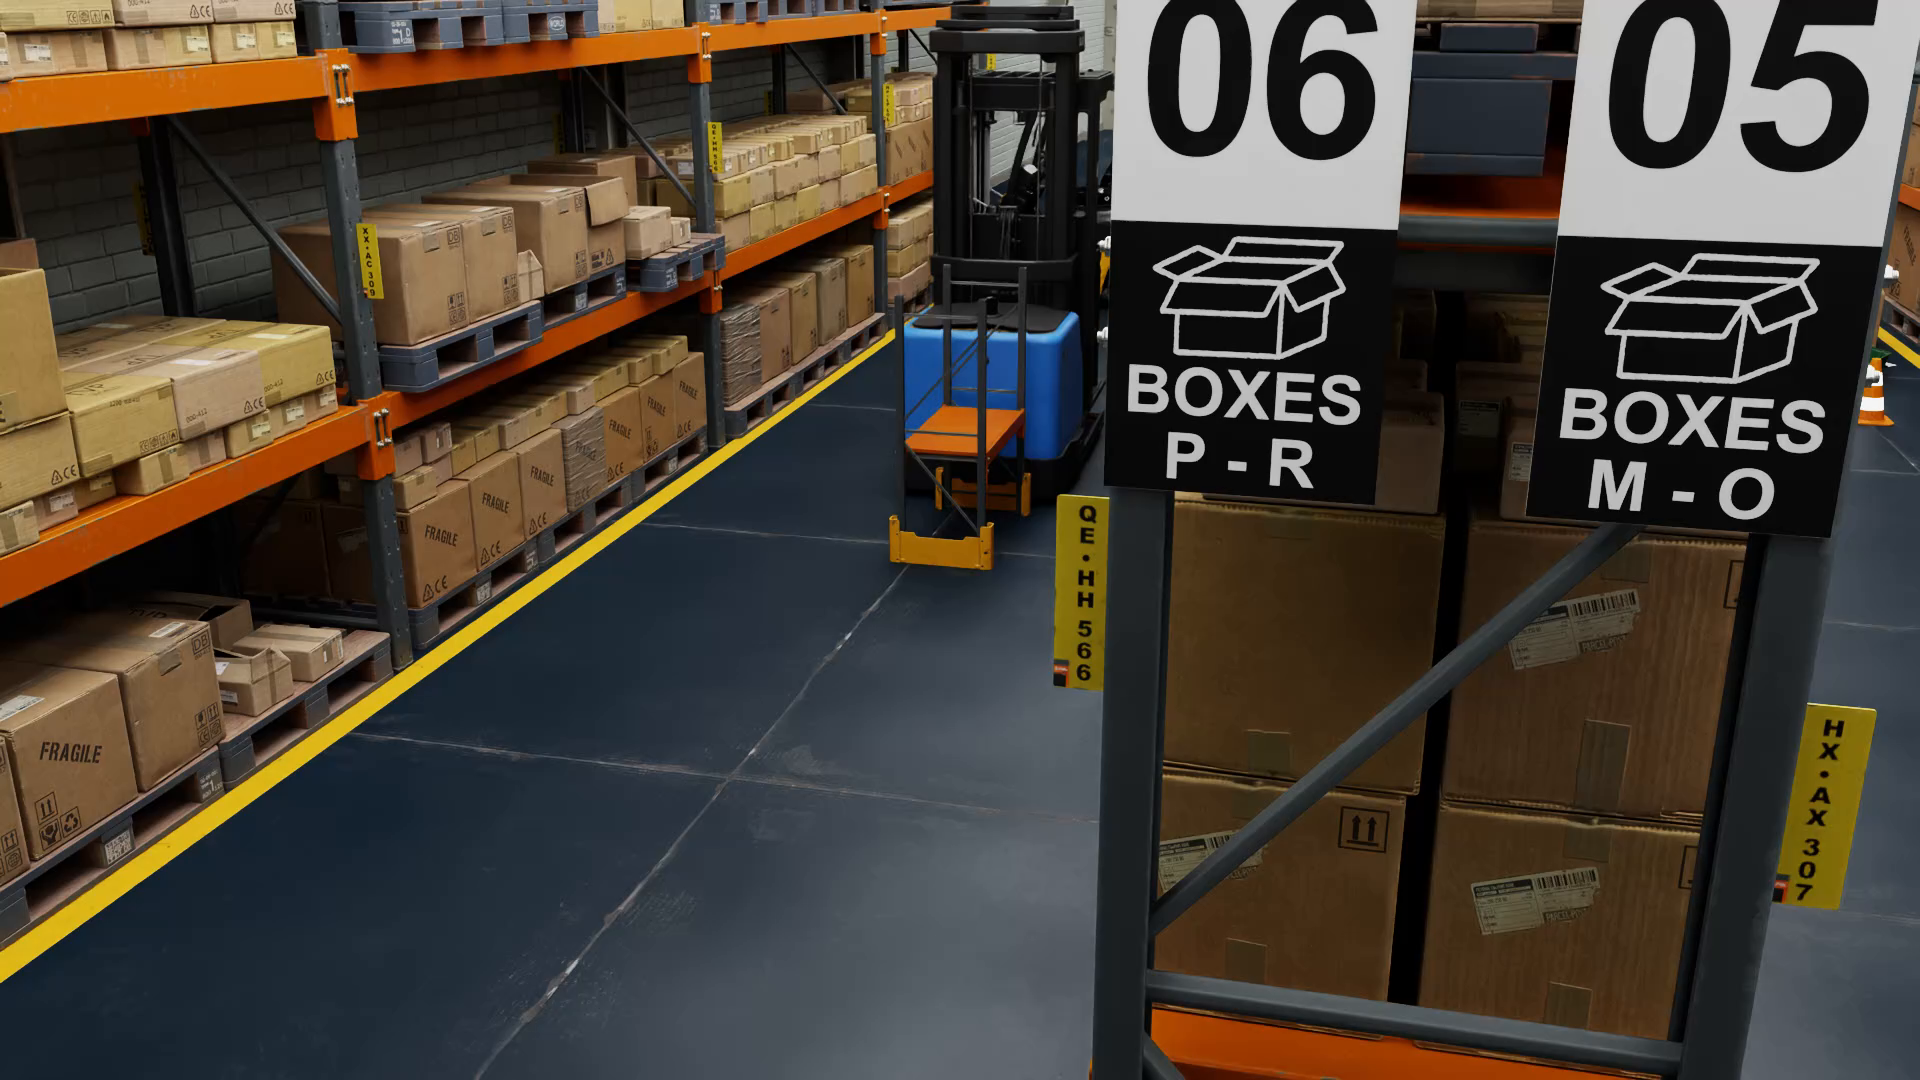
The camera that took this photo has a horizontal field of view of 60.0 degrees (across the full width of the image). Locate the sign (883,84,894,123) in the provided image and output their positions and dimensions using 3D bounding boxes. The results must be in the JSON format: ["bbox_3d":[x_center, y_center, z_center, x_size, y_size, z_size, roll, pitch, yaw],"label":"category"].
[{"bbox_3d":[-0.631,-3.829,14.587,0.100,0.325,0.005,5,19,13],"label":"sign"}]

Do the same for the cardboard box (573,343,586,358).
[{"bbox_3d":[-2.657,-1.207,10.795,0.380,0.149,0.250,5,20,15],"label":"cardboard box"}]

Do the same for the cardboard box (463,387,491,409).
[{"bbox_3d":[-2.937,-0.797,9.596,0.380,0.149,0.250,4,19,11],"label":"cardboard box"}]

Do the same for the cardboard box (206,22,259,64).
[{"bbox_3d":[-2.978,-1.939,6.471,0.380,0.149,0.250,5,19,13],"label":"cardboard box"}]

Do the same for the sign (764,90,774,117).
[{"bbox_3d":[-1.698,-3.849,14.852,0.100,0.325,0.005,5,19,13],"label":"sign"}]

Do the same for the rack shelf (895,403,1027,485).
[{"bbox_3d":[0.021,-0.566,9.582,0.538,0.185,1.000,5,19,13],"label":"rack shelf"}]

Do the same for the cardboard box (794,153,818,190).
[{"bbox_3d":[-1.422,-2.871,12.912,0.500,0.250,0.500,5,19,14],"label":"cardboard box"}]

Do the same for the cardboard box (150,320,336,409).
[{"bbox_3d":[-3.002,-0.741,6.990,0.500,0.250,0.500,5,20,15],"label":"cardboard box"}]

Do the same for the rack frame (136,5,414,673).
[{"bbox_3d":[-3.114,-0.851,7.537,1.000,3.000,0.127,5,19,13],"label":"rack frame"}]

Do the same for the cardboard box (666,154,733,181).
[{"bbox_3d":[-1.773,-2.535,11.311,0.380,0.149,0.250,5,20,15],"label":"cardboard box"}]

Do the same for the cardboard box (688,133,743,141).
[{"bbox_3d":[-1.897,-3.059,12.845,0.380,0.149,0.250,5,20,15],"label":"cardboard box"}]

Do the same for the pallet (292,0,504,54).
[{"bbox_3d":[-2.886,-2.380,7.665,1.213,0.211,1.003,5,19,13],"label":"pallet"}]

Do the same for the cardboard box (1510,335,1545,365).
[{"bbox_3d":[1.248,-0.283,3.170,0.380,0.149,0.250,5,20,15],"label":"cardboard box"}]

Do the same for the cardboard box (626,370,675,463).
[{"bbox_3d":[-2.164,-0.815,10.649,0.500,0.500,0.500,4,19,13],"label":"cardboard box"}]

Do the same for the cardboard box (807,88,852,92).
[{"bbox_3d":[-1.221,-4.136,15.539,0.380,0.149,0.250,4,19,13],"label":"cardboard box"}]

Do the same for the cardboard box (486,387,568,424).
[{"bbox_3d":[-2.472,-0.766,9.503,0.380,0.149,0.250,5,19,14],"label":"cardboard box"}]

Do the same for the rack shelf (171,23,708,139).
[{"bbox_3d":[-2.625,-2.556,9.004,1.077,0.370,4.000,5,19,13],"label":"rack shelf"}]

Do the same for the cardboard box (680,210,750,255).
[{"bbox_3d":[-1.791,-2.153,11.583,0.500,0.250,0.500,5,19,14],"label":"cardboard box"}]

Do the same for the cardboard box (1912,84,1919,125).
[{"bbox_3d":[9.015,-3.986,14.814,0.875,0.550,0.550,5,19,13],"label":"cardboard box"}]

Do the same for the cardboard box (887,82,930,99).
[{"bbox_3d":[-0.512,-4.419,16.366,0.380,0.149,0.250,5,19,14],"label":"cardboard box"}]

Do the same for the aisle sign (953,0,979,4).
[{"bbox_3d":[0.119,-5.839,18.121,0.394,0.787,0.004,5,19,13],"label":"aisle sign"}]

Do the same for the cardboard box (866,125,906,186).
[{"bbox_3d":[-0.798,-3.524,15.209,0.500,0.500,0.500,4,19,12],"label":"cardboard box"}]

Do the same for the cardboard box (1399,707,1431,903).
[{"bbox_3d":[1.215,0.458,3.551,0.500,0.500,0.500,4,19,13],"label":"cardboard box"}]

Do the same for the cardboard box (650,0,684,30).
[{"bbox_3d":[-2.027,-3.273,10.220,0.500,0.250,0.500,4,19,12],"label":"cardboard box"}]

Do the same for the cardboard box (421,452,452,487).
[{"bbox_3d":[-2.776,-0.358,8.308,0.380,0.149,0.250,4,19,12],"label":"cardboard box"}]

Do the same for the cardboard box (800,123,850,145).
[{"bbox_3d":[-1.119,-3.340,13.667,0.380,0.149,0.250,4,19,12],"label":"cardboard box"}]

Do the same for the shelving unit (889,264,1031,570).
[{"bbox_3d":[0.019,-0.734,9.515,0.587,1.500,1.083,5,19,13],"label":"shelving unit"}]

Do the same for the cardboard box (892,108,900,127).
[{"bbox_3d":[-0.765,-3.873,15.227,0.380,0.149,0.250,5,20,15],"label":"cardboard box"}]

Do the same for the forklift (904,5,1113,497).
[{"bbox_3d":[0.415,-2.089,11.269,1.130,2.935,3.031,4,19,11],"label":"forklift"}]

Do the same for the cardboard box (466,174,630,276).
[{"bbox_3d":[-2.356,-1.826,9.582,0.797,0.503,0.637,4,19,12],"label":"cardboard box"}]

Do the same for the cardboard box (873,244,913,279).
[{"bbox_3d":[-0.742,-2.619,15.547,0.500,0.250,0.500,5,19,13],"label":"cardboard box"}]

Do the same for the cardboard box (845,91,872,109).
[{"bbox_3d":[-0.834,-4.020,15.198,0.380,0.149,0.250,5,19,14],"label":"cardboard box"}]

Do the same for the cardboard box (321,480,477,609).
[{"bbox_3d":[-2.777,0.000,8.265,0.500,0.500,0.500,6,20,16],"label":"cardboard box"}]

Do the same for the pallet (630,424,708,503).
[{"bbox_3d":[-2.356,-0.554,10.982,1.003,0.211,1.213,5,19,13],"label":"pallet"}]

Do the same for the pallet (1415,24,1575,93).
[{"bbox_3d":[1.190,-1.200,4.058,1.003,0.211,1.213,5,19,13],"label":"pallet"}]

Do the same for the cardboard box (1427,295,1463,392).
[{"bbox_3d":[1.475,-0.335,4.327,0.500,0.500,0.500,5,19,14],"label":"cardboard box"}]

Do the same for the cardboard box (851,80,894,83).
[{"bbox_3d":[-0.877,-4.536,16.708,0.380,0.149,0.250,5,19,14],"label":"cardboard box"}]

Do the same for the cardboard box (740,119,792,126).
[{"bbox_3d":[-1.631,-3.461,14.021,0.380,0.149,0.250,5,19,13],"label":"cardboard box"}]

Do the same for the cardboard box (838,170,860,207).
[{"bbox_3d":[-1.146,-2.950,13.917,0.500,0.250,0.500,5,19,13],"label":"cardboard box"}]

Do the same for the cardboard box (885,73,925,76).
[{"bbox_3d":[-0.597,-4.940,17.891,0.380,0.149,0.250,5,20,15],"label":"cardboard box"}]

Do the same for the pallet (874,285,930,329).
[{"bbox_3d":[-0.924,-2.284,16.049,1.003,0.211,1.213,5,19,13],"label":"pallet"}]

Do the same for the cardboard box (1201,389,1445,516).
[{"bbox_3d":[0.616,-0.162,2.815,0.380,0.149,0.250,5,19,14],"label":"cardboard box"}]

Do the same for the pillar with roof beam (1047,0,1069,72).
[{"bbox_3d":[5.880,-10.725,27.165,9.100,9.000,0.400,5,19,13],"label":"pillar with roof beam"}]

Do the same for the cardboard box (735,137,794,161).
[{"bbox_3d":[-1.468,-2.941,12.498,0.380,0.149,0.250,5,20,15],"label":"cardboard box"}]

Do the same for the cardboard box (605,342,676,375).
[{"bbox_3d":[-2.048,-1.164,10.670,0.380,0.149,0.250,4,19,11],"label":"cardboard box"}]

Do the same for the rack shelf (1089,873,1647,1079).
[{"bbox_3d":[1.212,0.508,4.674,1.077,0.370,4.000,5,19,13],"label":"rack shelf"}]

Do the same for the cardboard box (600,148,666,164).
[{"bbox_3d":[-2.298,-2.667,11.698,0.380,0.149,0.250,5,20,15],"label":"cardboard box"}]

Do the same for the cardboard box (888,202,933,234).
[{"bbox_3d":[-0.492,-3.172,16.391,0.500,0.250,0.500,5,20,15],"label":"cardboard box"}]

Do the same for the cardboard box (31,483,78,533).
[{"bbox_3d":[-3.341,-0.130,5.815,0.380,0.149,0.250,5,19,13],"label":"cardboard box"}]

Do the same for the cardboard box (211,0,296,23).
[{"bbox_3d":[-2.989,-2.169,6.528,0.500,0.250,0.500,5,19,14],"label":"cardboard box"}]

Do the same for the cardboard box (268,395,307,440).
[{"bbox_3d":[-2.989,-0.528,6.983,0.380,0.149,0.250,5,20,15],"label":"cardboard box"}]

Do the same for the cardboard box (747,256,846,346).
[{"bbox_3d":[-1.473,-2.026,14.002,0.875,0.625,0.625,4,19,13],"label":"cardboard box"}]

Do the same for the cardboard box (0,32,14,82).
[{"bbox_3d":[-3.263,-1.530,5.275,0.380,0.149,0.250,5,20,14],"label":"cardboard box"}]

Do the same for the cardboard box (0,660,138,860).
[{"bbox_3d":[-3.377,0.780,5.979,0.500,0.500,0.500,5,19,14],"label":"cardboard box"}]

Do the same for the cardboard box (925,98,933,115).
[{"bbox_3d":[-0.429,-4.275,16.403,0.380,0.149,0.250,4,19,12],"label":"cardboard box"}]

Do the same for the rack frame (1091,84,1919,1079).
[{"bbox_3d":[0.723,0.794,2.722,1.000,3.000,0.127,5,19,13],"label":"rack frame"}]

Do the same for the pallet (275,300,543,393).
[{"bbox_3d":[-2.813,-1.002,8.276,1.003,0.211,1.213,5,19,13],"label":"pallet"}]
